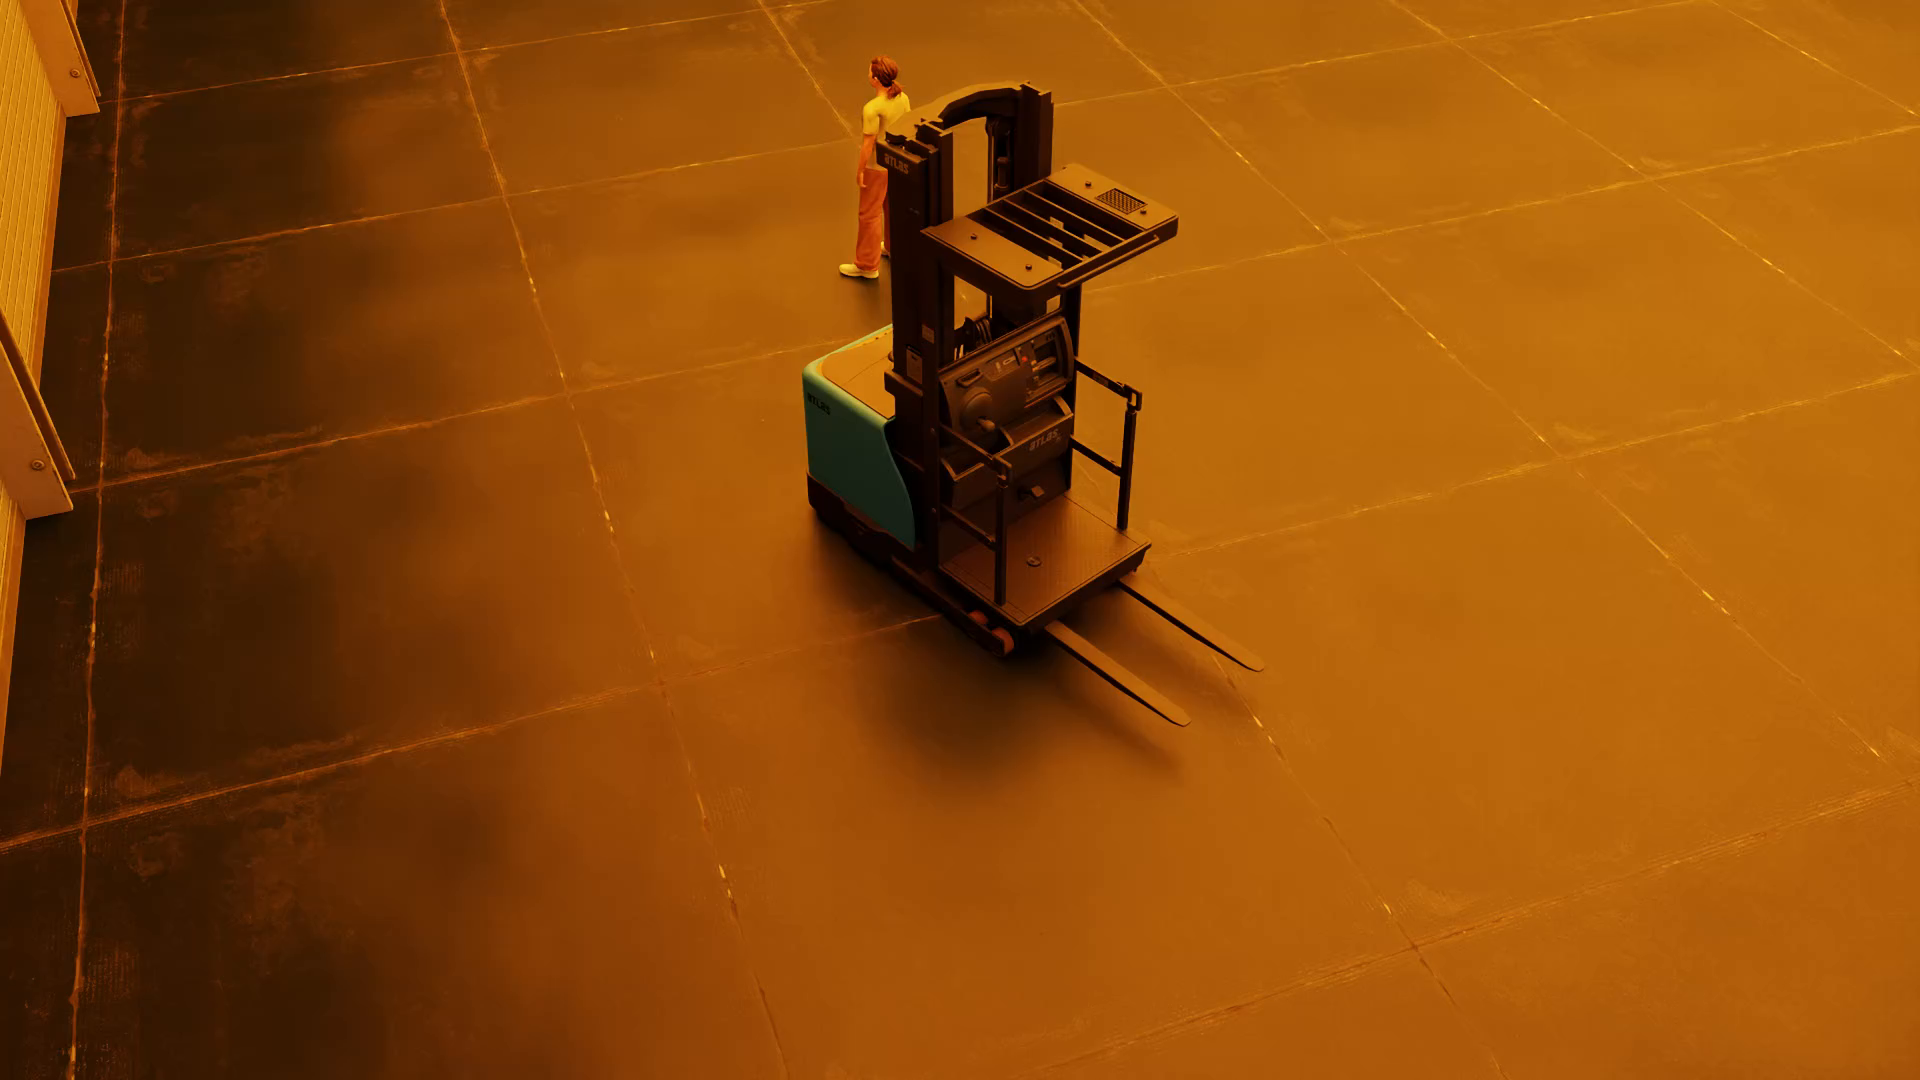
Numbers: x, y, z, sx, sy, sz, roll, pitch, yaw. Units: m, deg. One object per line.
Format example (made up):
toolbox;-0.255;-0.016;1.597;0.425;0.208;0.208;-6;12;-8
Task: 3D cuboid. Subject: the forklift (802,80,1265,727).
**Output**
forklift;0.409;-0.833;8.988;1.130;2.935;3.031;-30;49;-31

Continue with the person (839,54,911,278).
person;-0.599;-2.760;12.261;0.405;1.674;0.597;24;46;26
